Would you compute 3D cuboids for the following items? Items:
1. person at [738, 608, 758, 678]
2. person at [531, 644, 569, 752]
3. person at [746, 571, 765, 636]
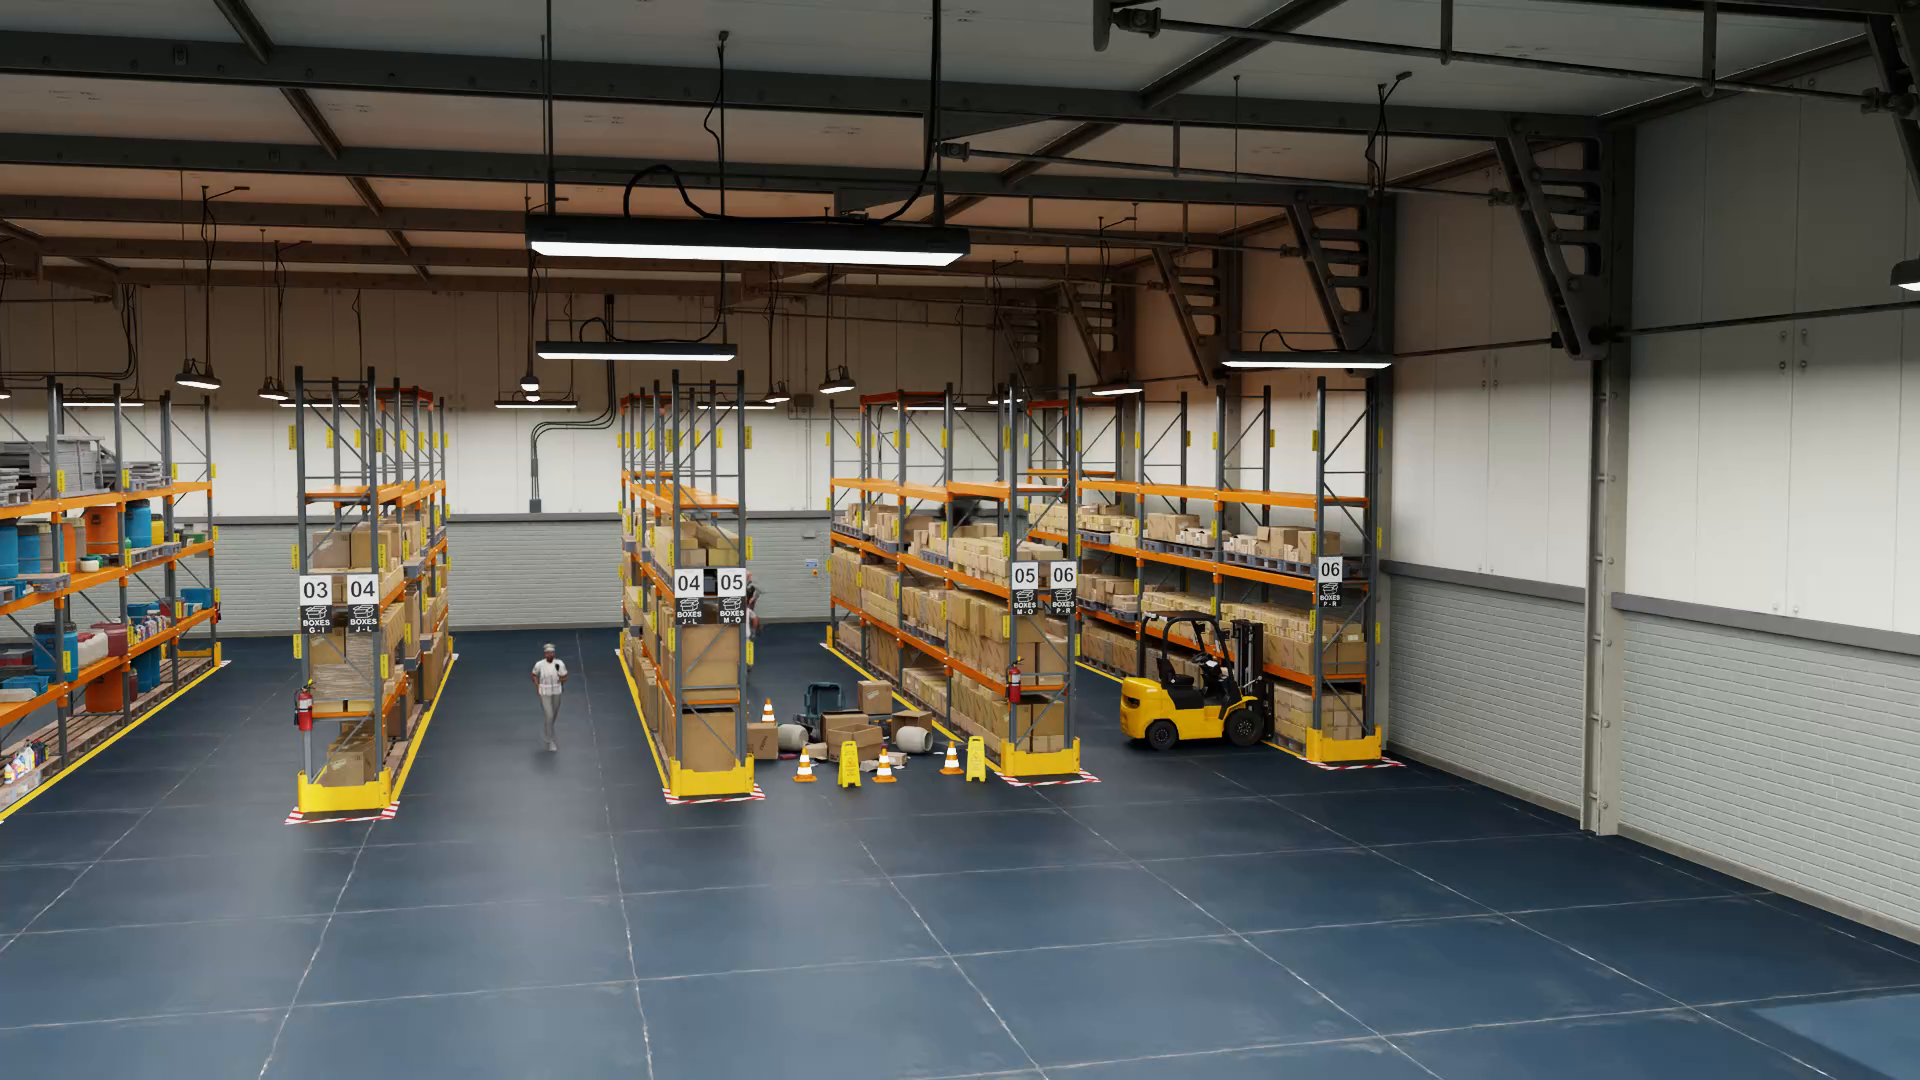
[{"bbox_3d":[-4.625,2.034,35.181,0.666,1.737,0.572,-1,4,-15],"label":"person"},{"bbox_3d":[-6.669,2.537,27.141,0.562,1.728,0.867,-2,4,-28],"label":"person"},{"bbox_3d":[-5.307,1.645,41.624,0.954,1.721,0.660,-2,4,-30],"label":"person"}]
